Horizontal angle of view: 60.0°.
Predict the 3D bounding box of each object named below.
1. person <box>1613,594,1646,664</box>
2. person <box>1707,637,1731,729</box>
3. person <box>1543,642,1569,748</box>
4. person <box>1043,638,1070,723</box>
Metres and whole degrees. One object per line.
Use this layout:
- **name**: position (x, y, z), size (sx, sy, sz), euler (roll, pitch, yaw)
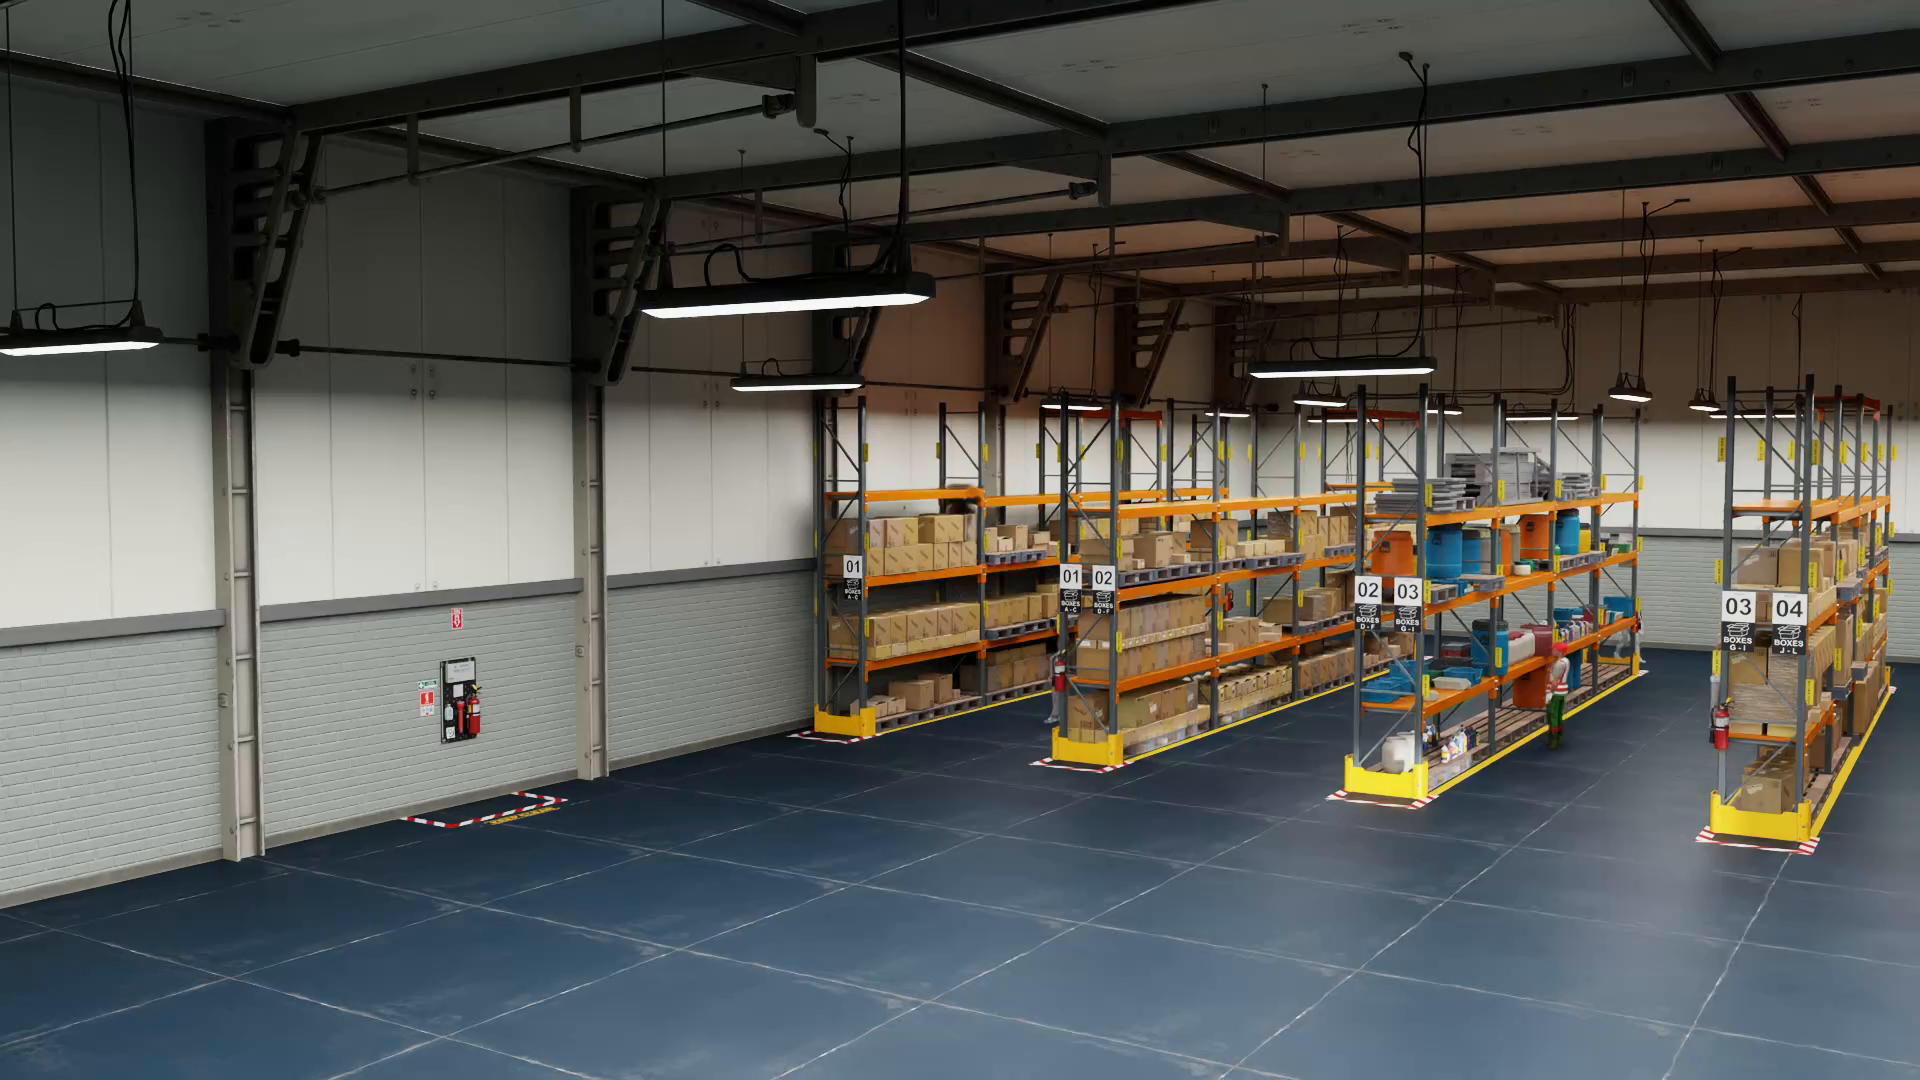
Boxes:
- **person**: position (15.998, 2.106, 39.629), size (0.631, 1.640, 1.020), euler (0, 3, -8)
- **person**: position (13.868, 2.588, 30.242), size (0.413, 1.638, 0.969), euler (2, 4, 35)
- **person**: position (10.098, 2.621, 28.303), size (0.556, 1.798, 0.522), euler (-3, 4, -44)
- **person**: position (1.785, 2.601, 30.960), size (0.490, 1.596, 0.439), euler (0, 3, -4)
